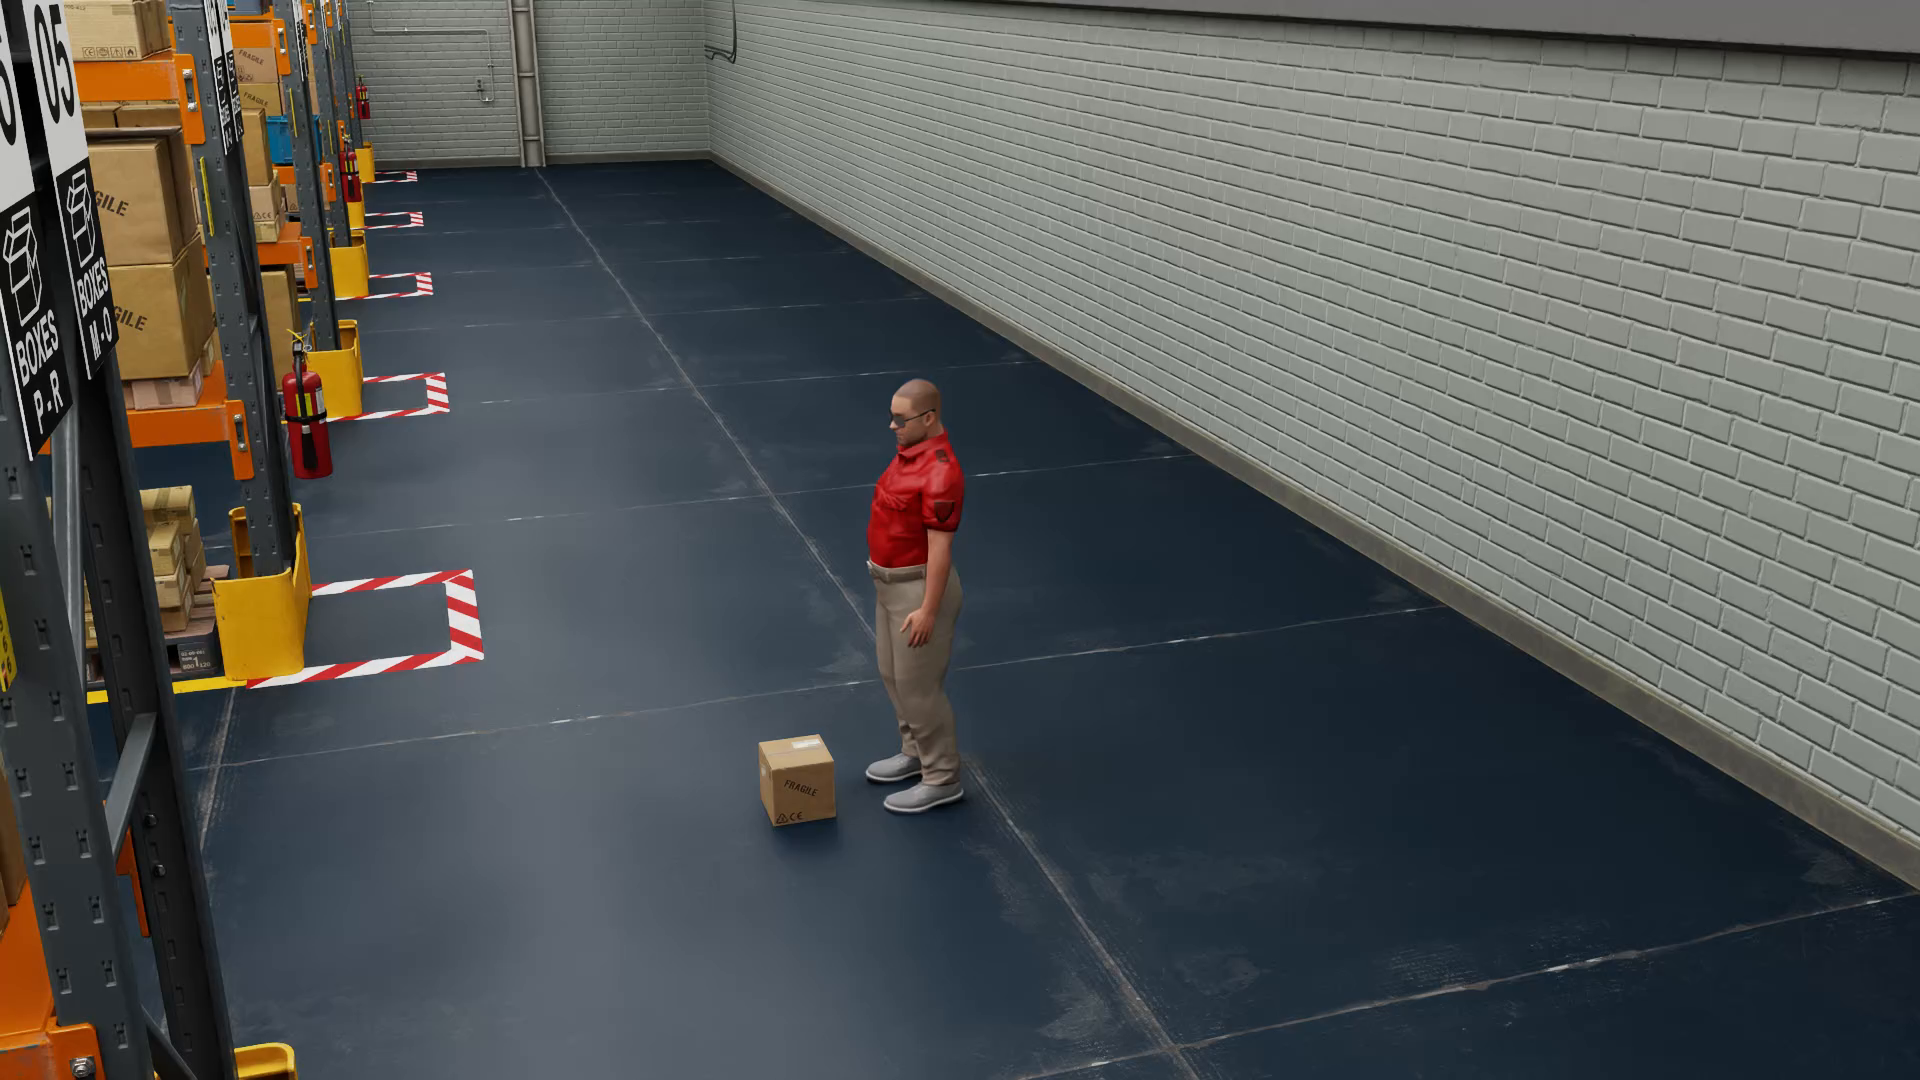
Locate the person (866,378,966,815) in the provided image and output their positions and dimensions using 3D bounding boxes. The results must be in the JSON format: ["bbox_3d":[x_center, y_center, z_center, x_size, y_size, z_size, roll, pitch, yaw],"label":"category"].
[{"bbox_3d":[-0.181,0.214,6.491,0.359,1.721,0.529,-6,20,-16],"label":"person"}]
